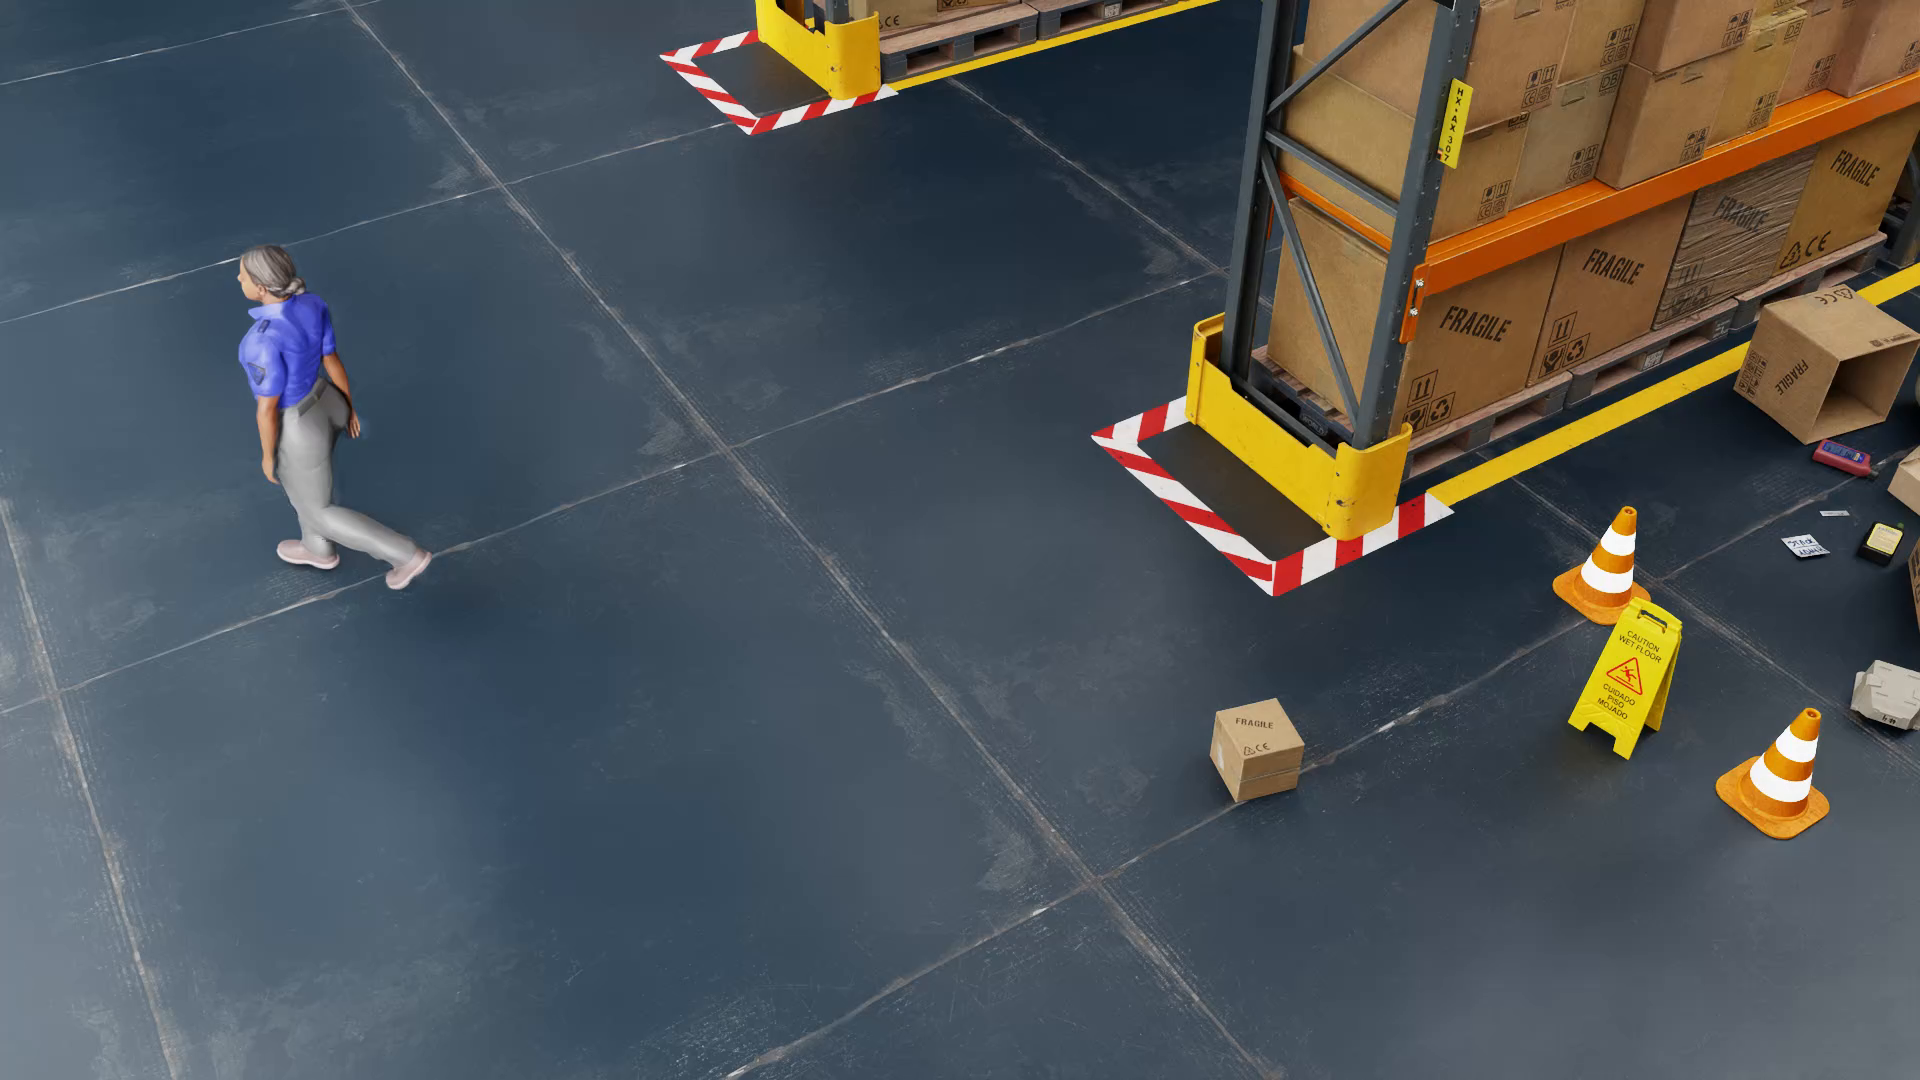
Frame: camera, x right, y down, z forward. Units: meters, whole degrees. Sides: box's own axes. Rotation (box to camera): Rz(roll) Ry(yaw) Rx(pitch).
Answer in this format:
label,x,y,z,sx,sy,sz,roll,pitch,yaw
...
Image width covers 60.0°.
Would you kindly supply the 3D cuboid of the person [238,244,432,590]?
label,x,y,z,sx,sy,sz,roll,pitch,yaw
person,-2.599,-0.454,6.670,0.838,1.620,0.455,8,42,9
